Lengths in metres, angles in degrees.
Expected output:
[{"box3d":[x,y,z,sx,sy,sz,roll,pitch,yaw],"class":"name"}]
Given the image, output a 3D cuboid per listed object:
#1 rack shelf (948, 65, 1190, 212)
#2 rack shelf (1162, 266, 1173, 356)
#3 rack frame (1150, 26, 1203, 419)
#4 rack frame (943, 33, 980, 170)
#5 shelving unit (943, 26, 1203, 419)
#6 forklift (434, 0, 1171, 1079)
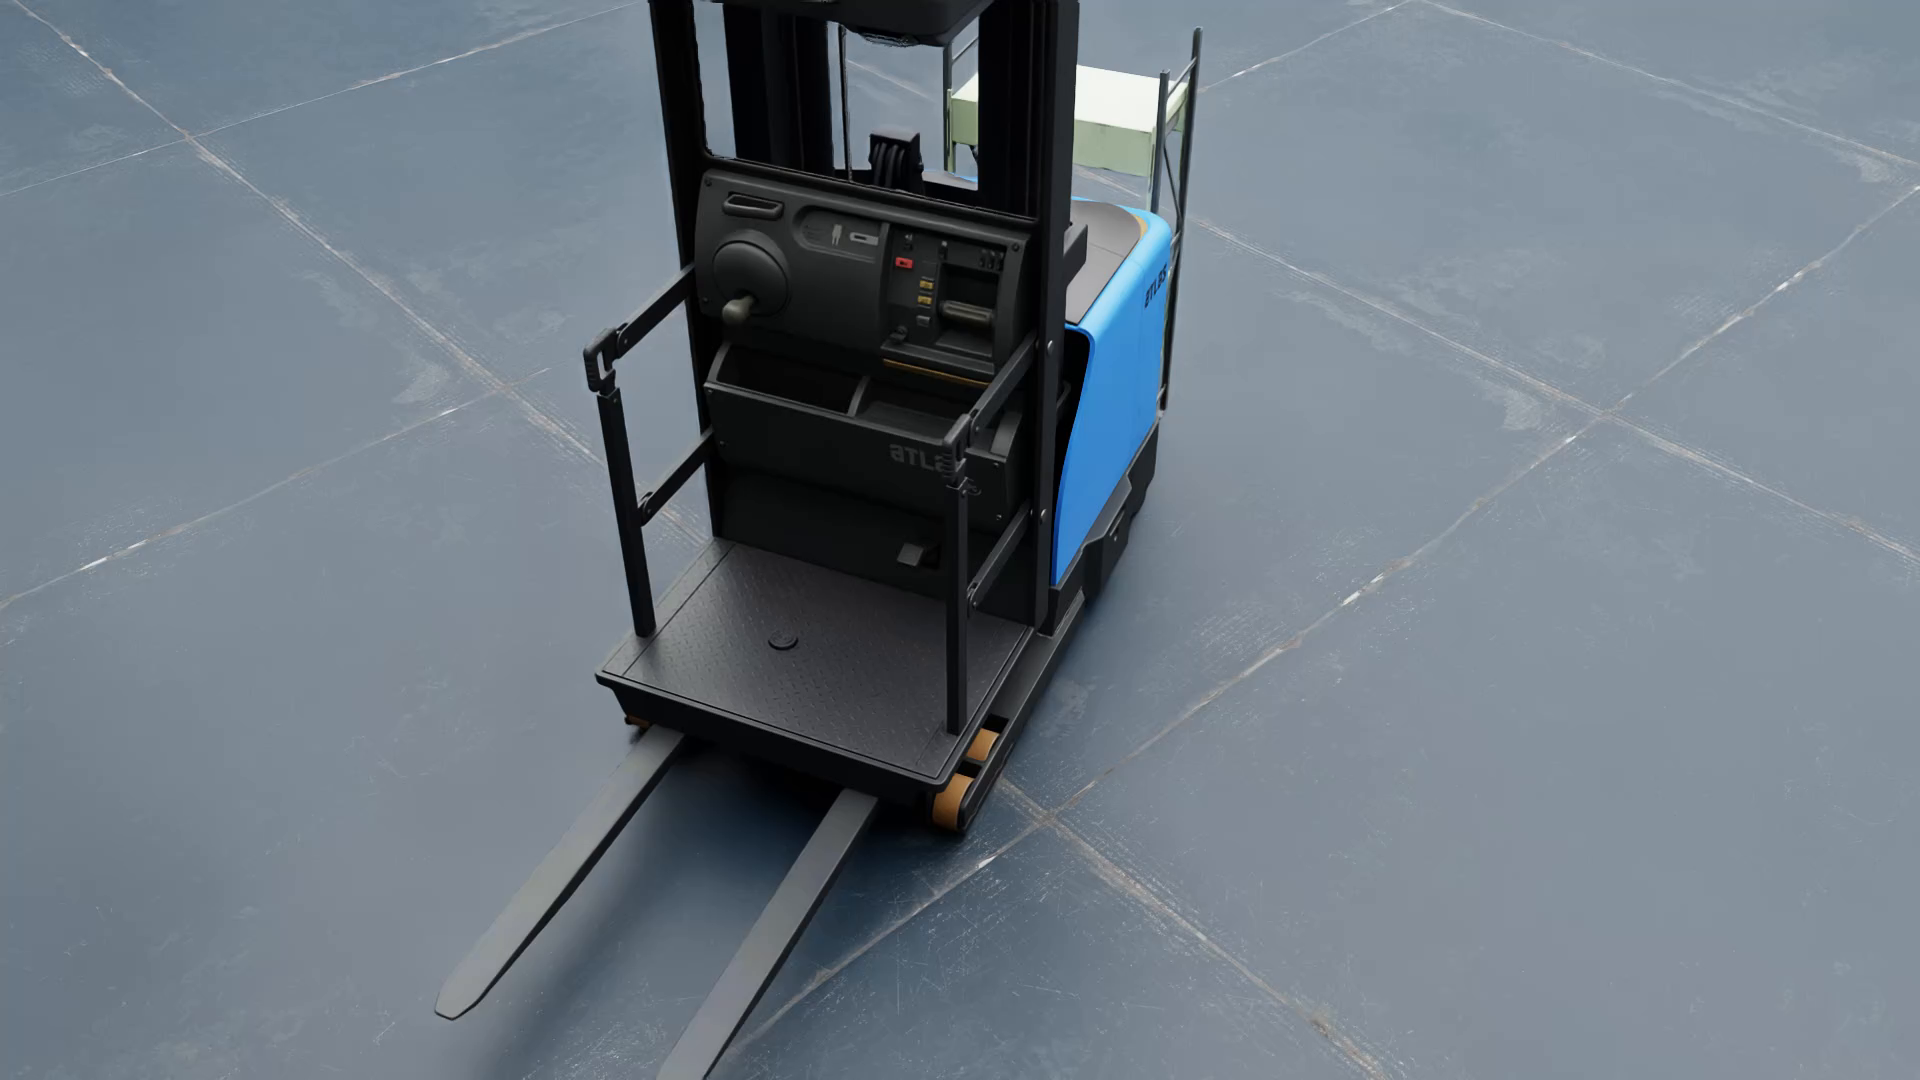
[{"box3d":[0.371,-1.373,5.635,0.720,0.370,0.431,15,41,18],"class":"rack shelf"},{"box3d":[0.371,-0.816,6.085,0.720,0.370,0.431,15,41,18],"class":"rack shelf"},{"box3d":[0.708,-0.980,5.770,0.023,1.500,0.400,15,41,18],"class":"rack frame"},{"box3d":[0.033,-1.159,5.991,0.023,1.500,0.400,15,41,18],"class":"rack frame"},{"box3d":[0.371,-1.070,5.881,0.755,1.500,0.431,15,41,18],"class":"shelving unit"},{"box3d":[-0.357,-0.623,4.189,1.130,2.935,3.031,15,41,18],"class":"forklift"}]
